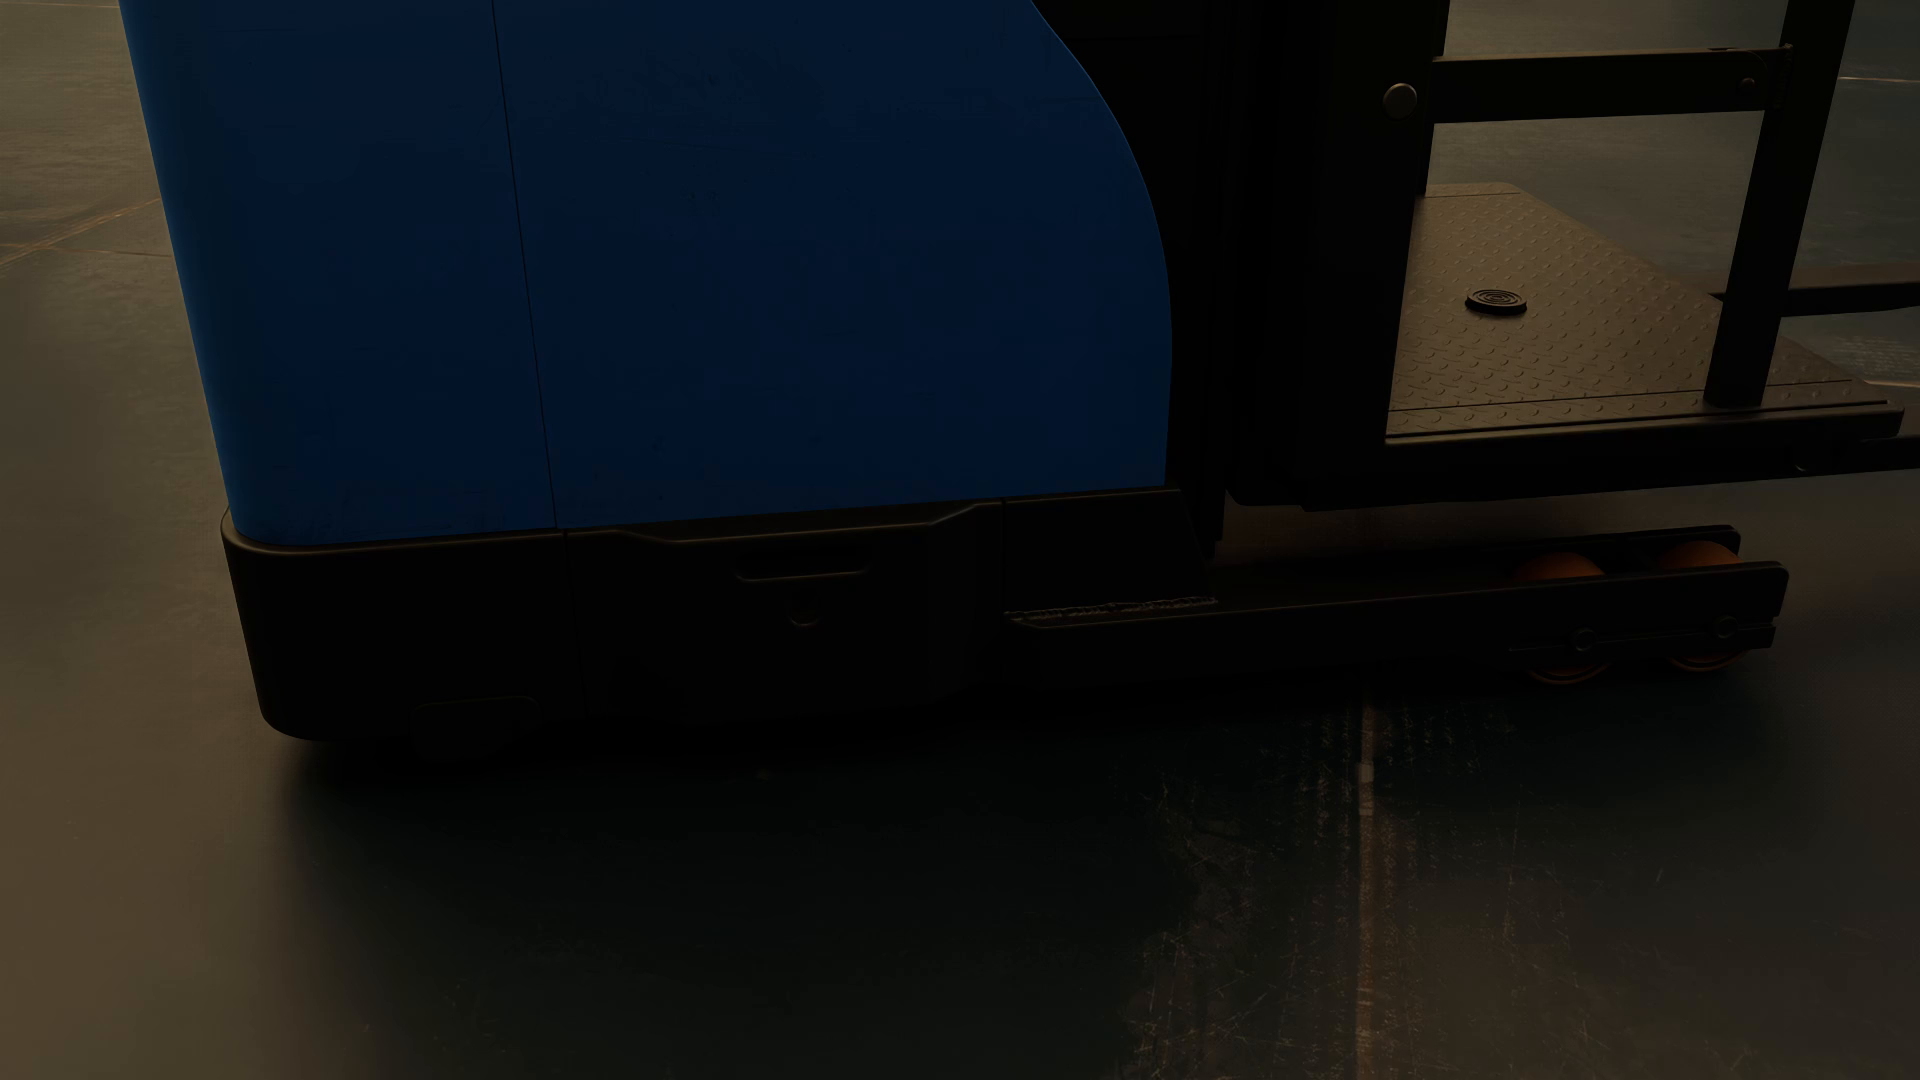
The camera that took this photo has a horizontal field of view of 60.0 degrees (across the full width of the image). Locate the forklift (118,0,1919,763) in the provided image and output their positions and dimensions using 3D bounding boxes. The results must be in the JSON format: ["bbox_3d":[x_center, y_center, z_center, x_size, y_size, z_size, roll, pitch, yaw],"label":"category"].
[{"bbox_3d":[0.600,-1.354,1.930,3.031,2.935,1.130,-4,27,-9],"label":"forklift"}]
